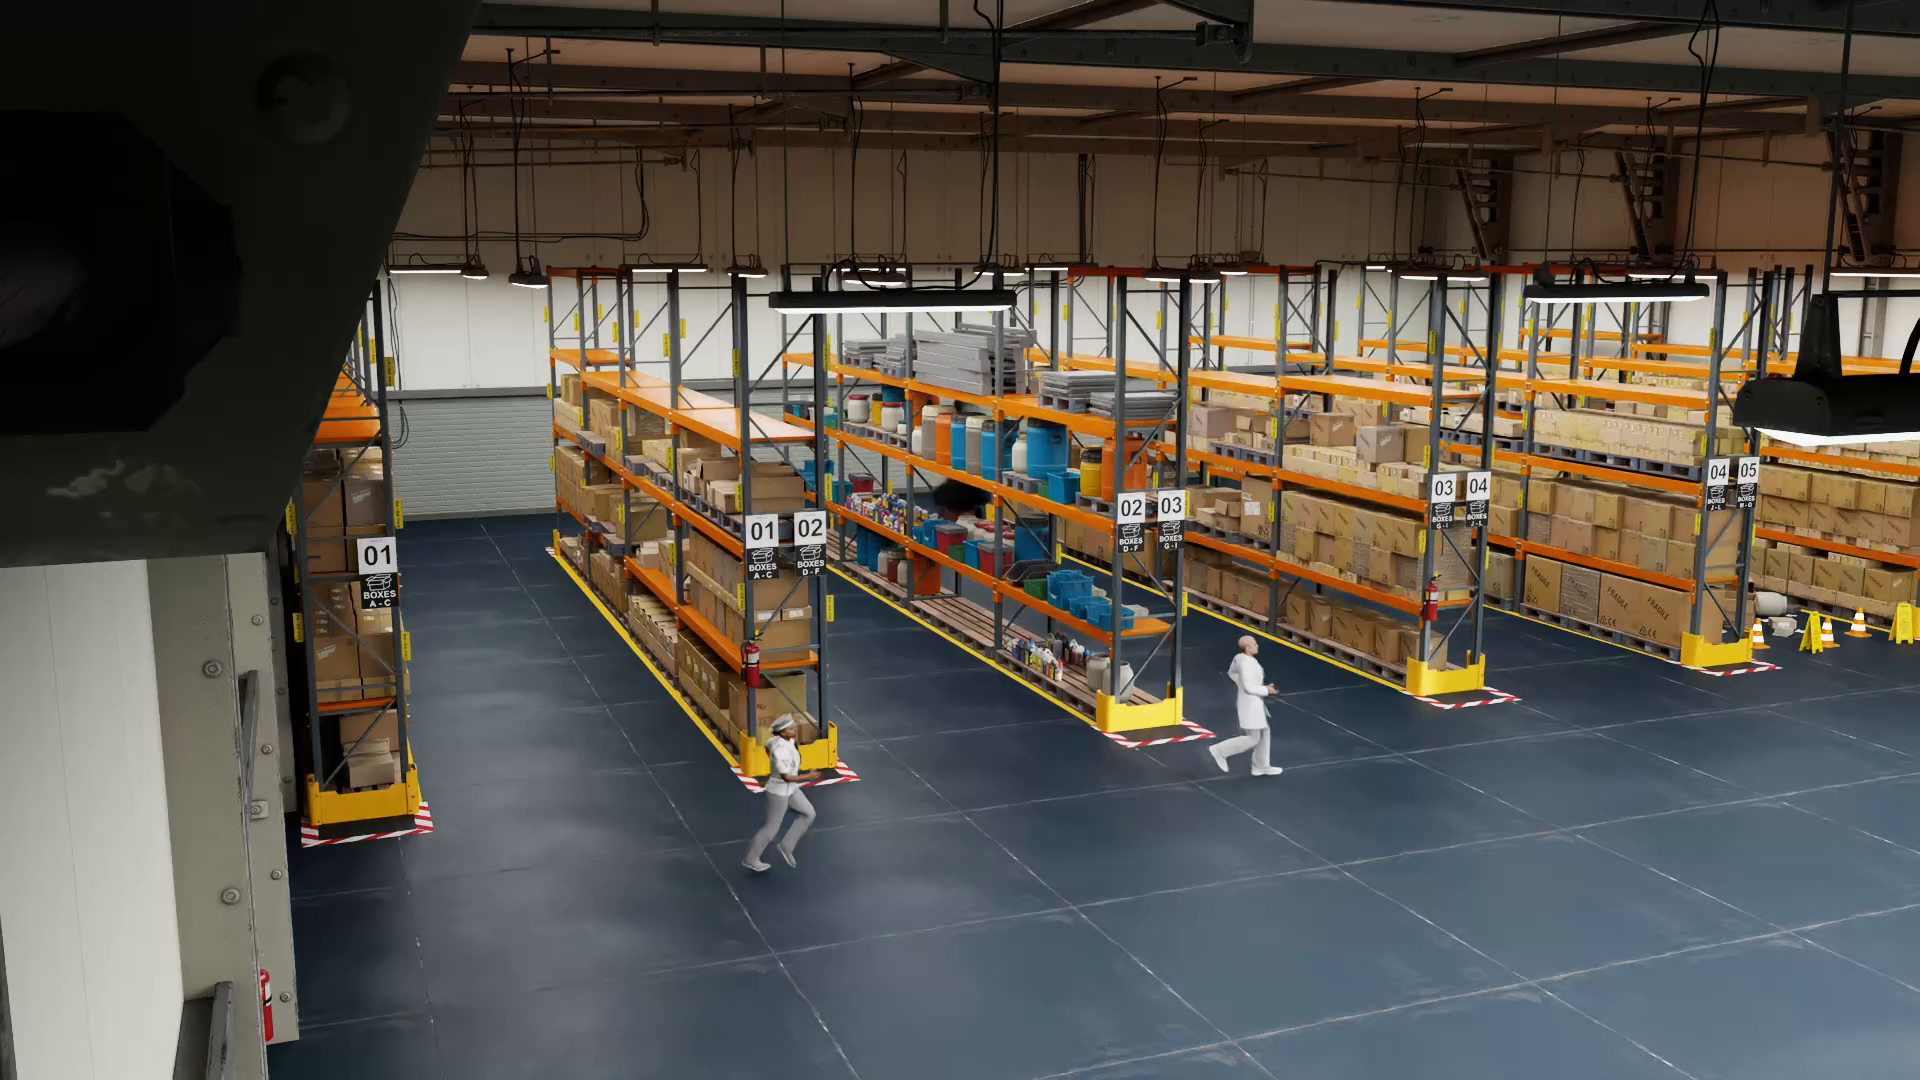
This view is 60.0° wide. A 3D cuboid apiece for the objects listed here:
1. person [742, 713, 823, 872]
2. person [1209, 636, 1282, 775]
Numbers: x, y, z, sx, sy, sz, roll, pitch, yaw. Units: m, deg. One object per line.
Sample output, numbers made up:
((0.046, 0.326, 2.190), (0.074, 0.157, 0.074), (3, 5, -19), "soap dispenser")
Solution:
((-1.811, 2.567, 17.040), (0.838, 1.675, 0.588), (1, 10, 5), "person")
((3.473, 2.007, 20.108), (0.905, 1.745, 0.724), (1, 10, 3), "person")
